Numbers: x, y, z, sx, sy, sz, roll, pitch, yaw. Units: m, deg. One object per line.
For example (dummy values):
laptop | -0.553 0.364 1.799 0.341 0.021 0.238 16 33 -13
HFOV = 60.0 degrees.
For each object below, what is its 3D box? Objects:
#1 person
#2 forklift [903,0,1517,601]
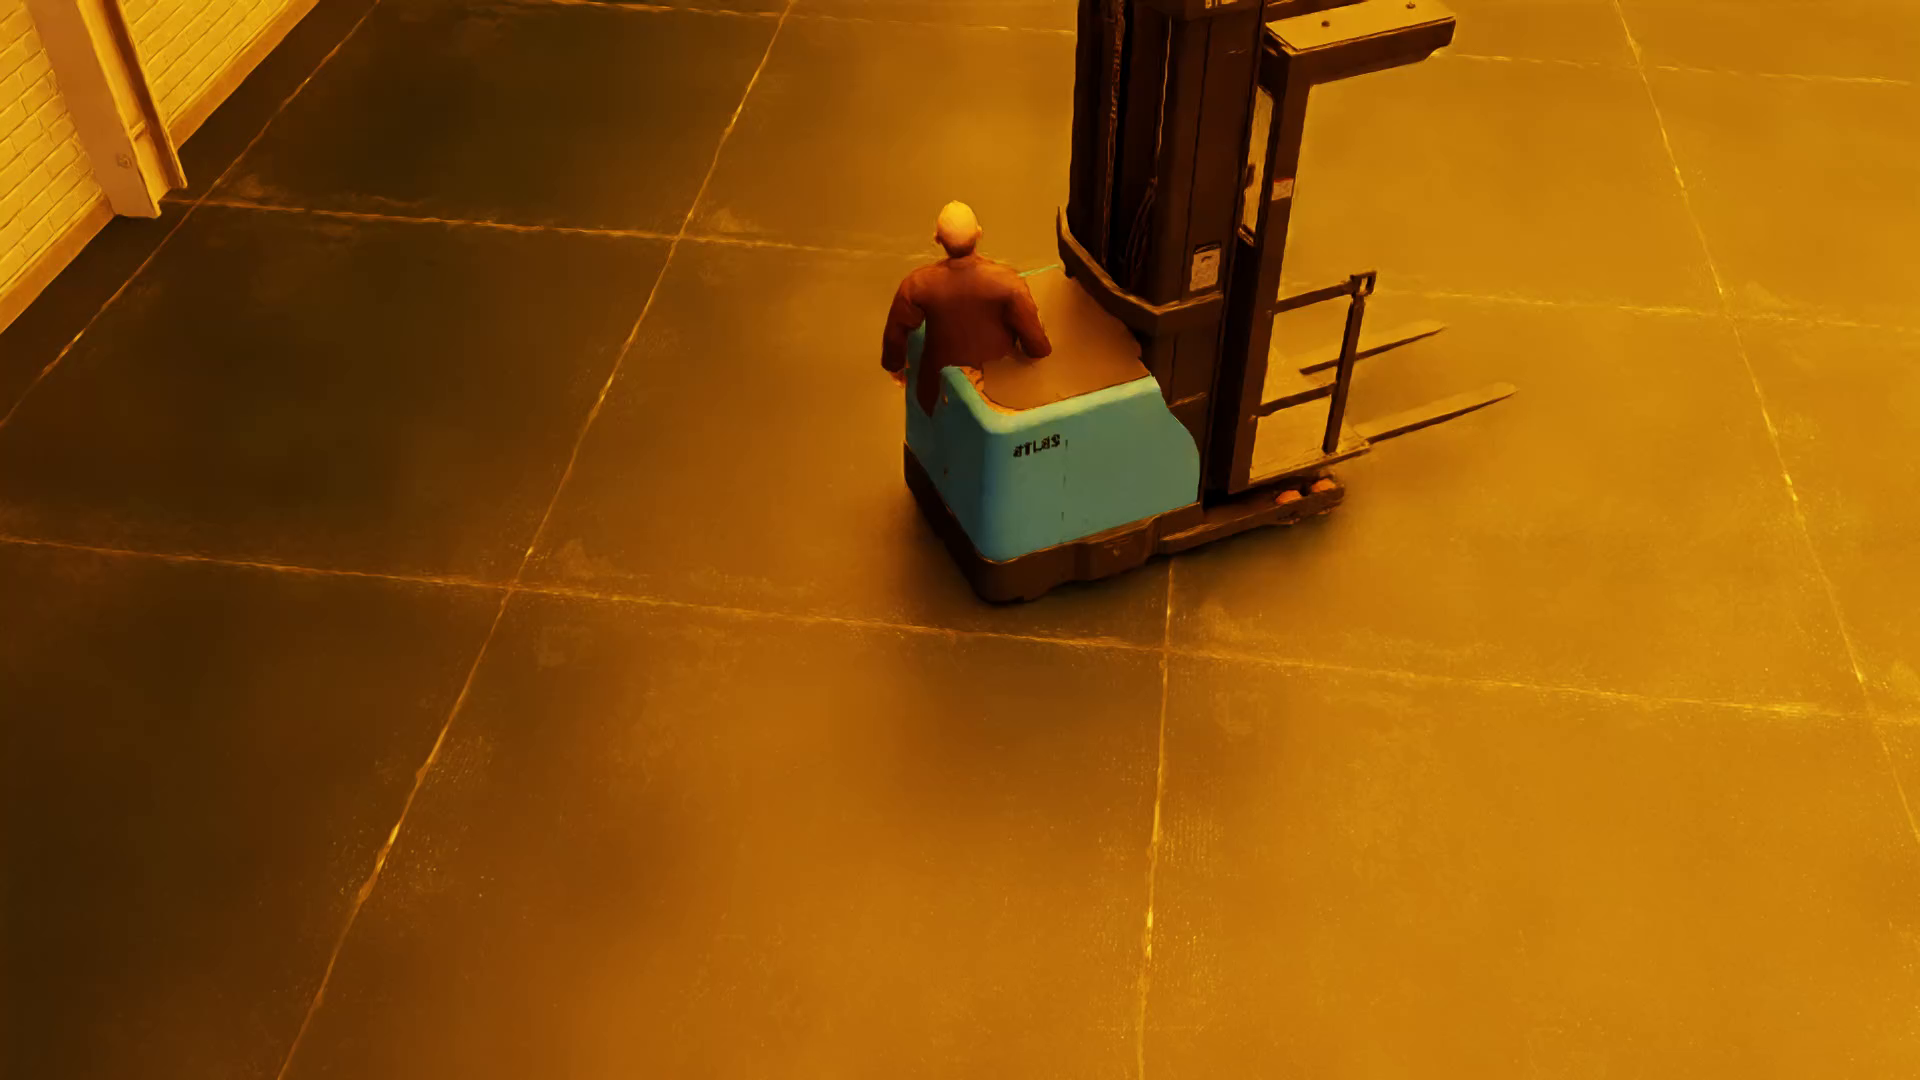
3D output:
person | 0.050 -0.794 7.393 0.790 1.757 0.557 5 43 5
forklift | 1.292 -1.465 7.319 3.031 2.935 1.130 -17 45 -17
